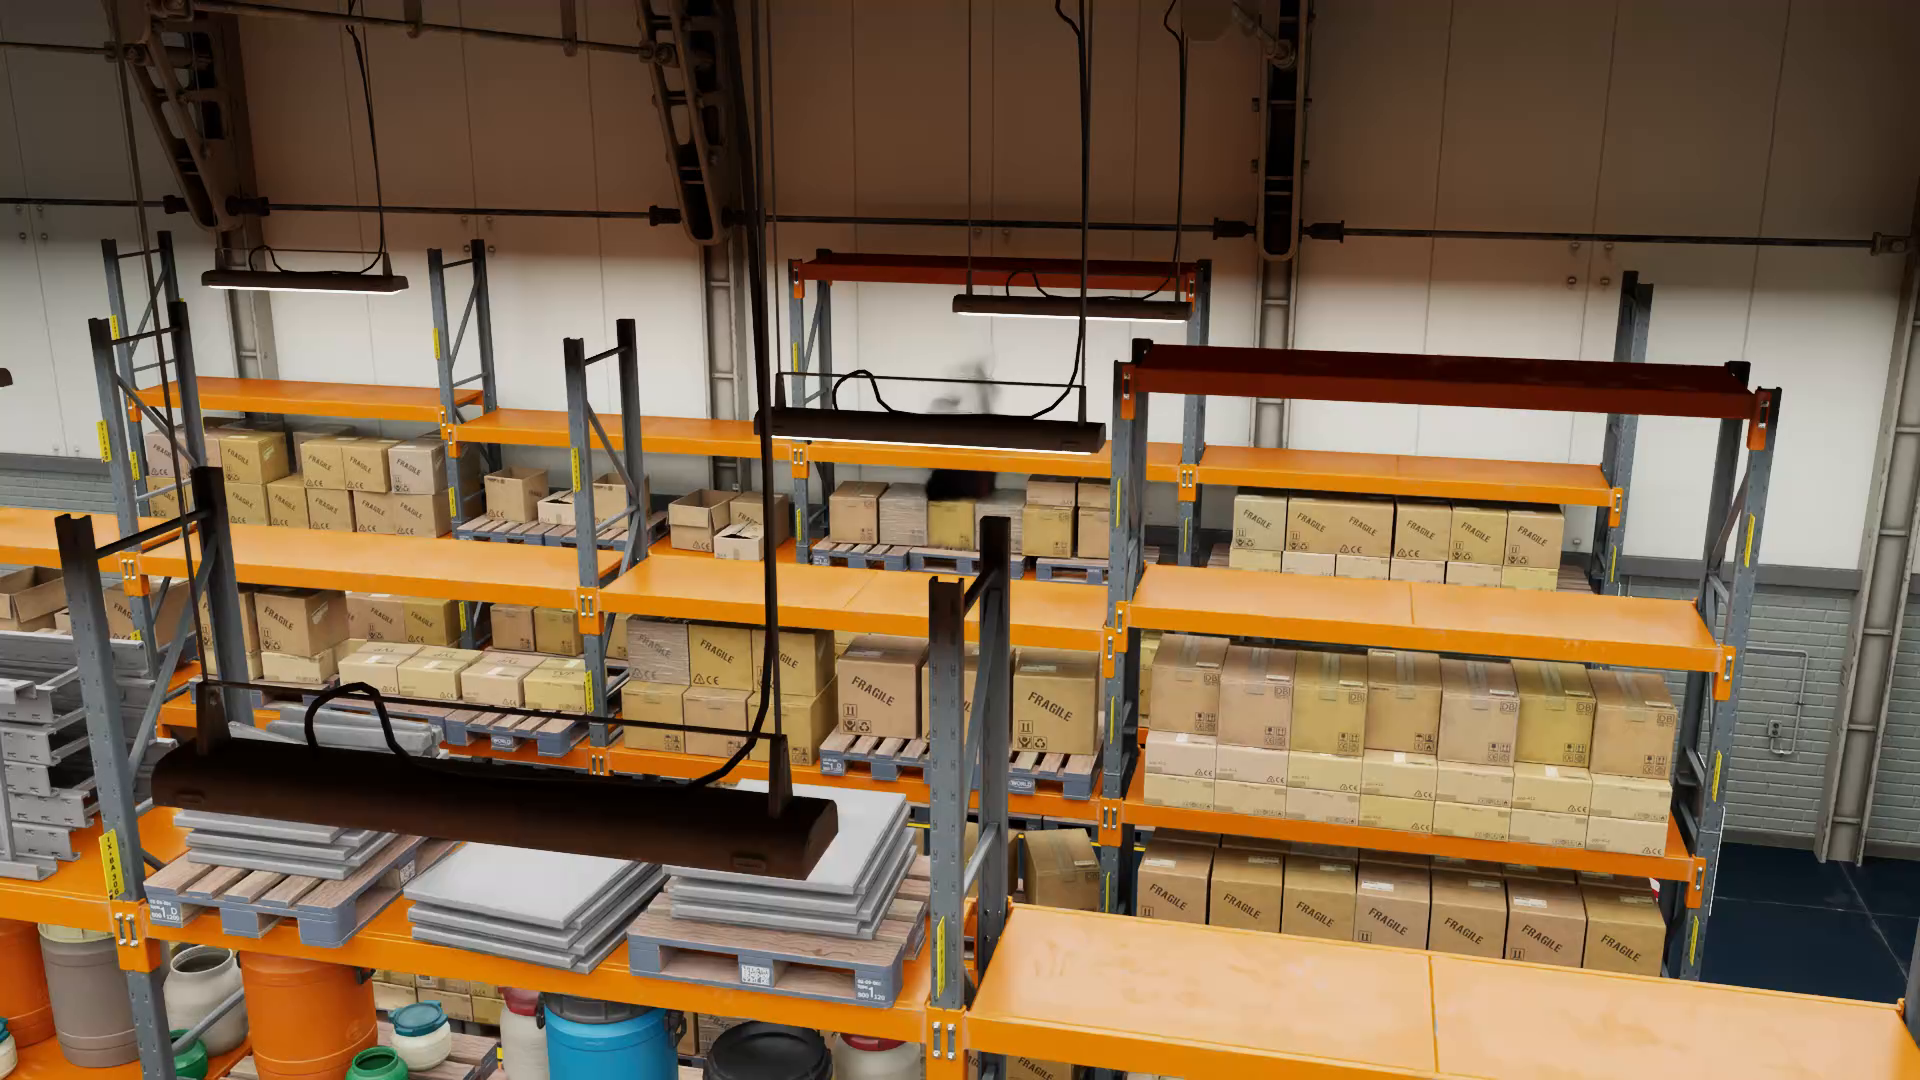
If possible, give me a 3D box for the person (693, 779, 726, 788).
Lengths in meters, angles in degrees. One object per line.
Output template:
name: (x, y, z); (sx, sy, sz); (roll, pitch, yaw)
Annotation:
person: (-2.395, 2.541, 15.959); (0.690, 1.656, 0.556); (2, 16, 6)
